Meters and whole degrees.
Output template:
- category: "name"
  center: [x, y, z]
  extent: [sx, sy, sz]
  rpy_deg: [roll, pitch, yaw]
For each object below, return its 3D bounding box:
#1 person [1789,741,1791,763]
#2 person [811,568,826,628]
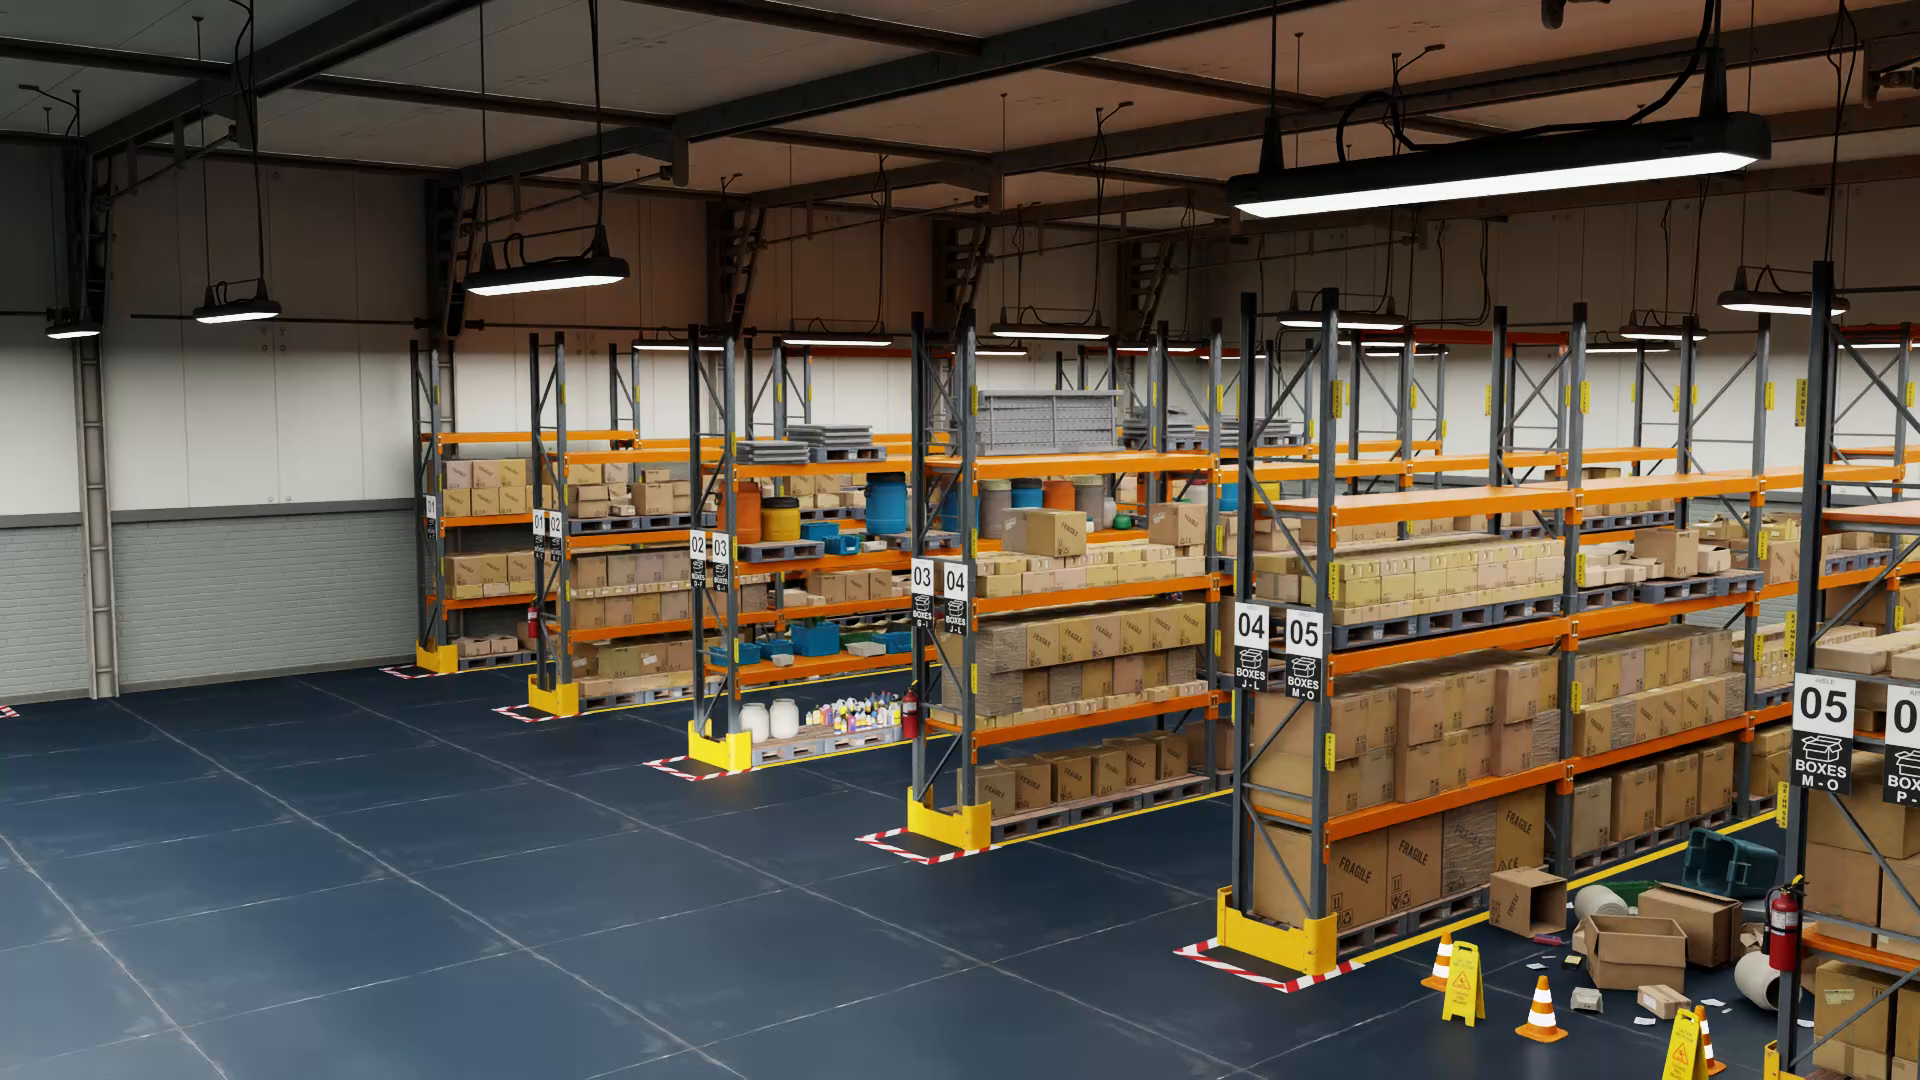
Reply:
- category: "person"
  center: [9.598, 2.589, 18.673]
  extent: [0.537, 1.720, 0.565]
  rpy_deg: [-4, 7, -37]
- category: "person"
  center: [-2.837, 1.303, 32.140]
  extent: [0.546, 1.779, 0.582]
  rpy_deg: [-2, 6, -24]
